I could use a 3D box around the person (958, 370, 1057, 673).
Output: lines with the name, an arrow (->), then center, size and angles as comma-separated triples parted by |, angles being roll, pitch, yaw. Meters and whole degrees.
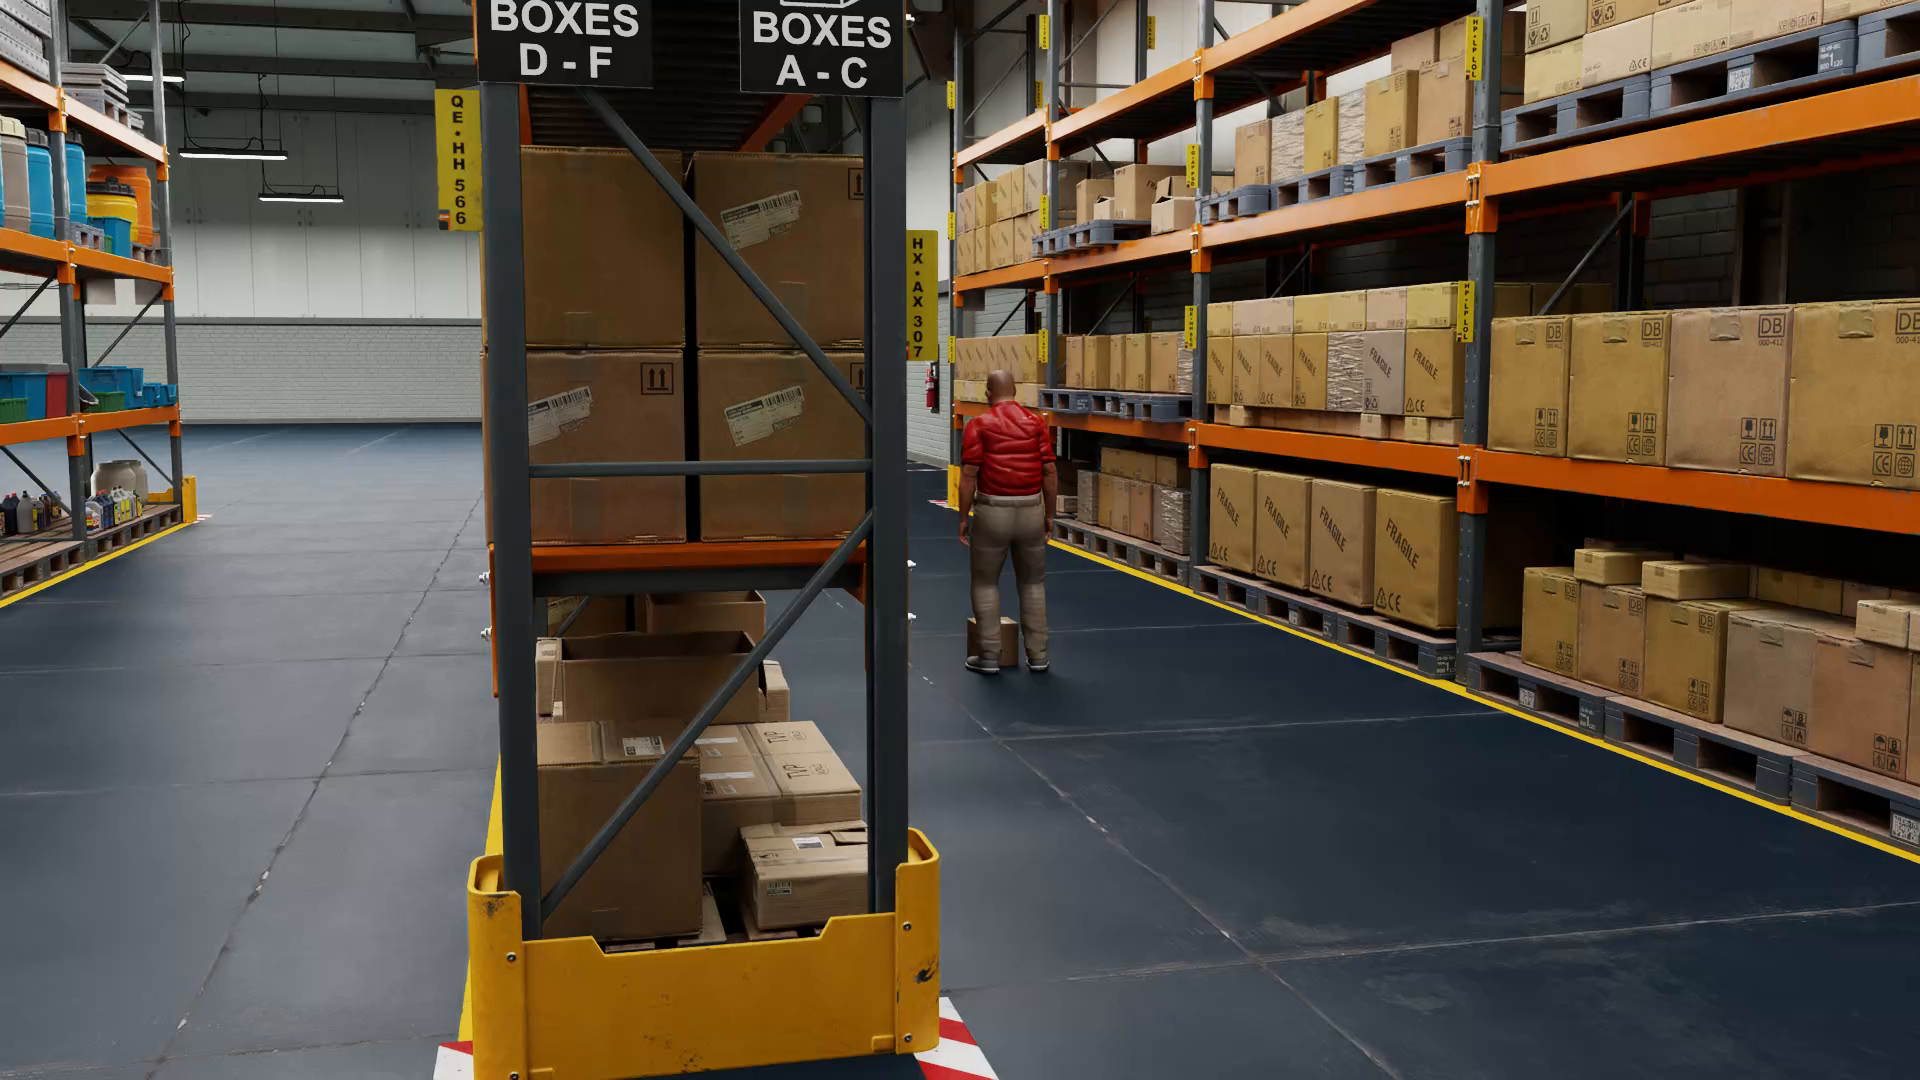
person -> 0.267, -0.107, 9.519 | 0.584, 1.726, 0.391 | -2, 6, -15
